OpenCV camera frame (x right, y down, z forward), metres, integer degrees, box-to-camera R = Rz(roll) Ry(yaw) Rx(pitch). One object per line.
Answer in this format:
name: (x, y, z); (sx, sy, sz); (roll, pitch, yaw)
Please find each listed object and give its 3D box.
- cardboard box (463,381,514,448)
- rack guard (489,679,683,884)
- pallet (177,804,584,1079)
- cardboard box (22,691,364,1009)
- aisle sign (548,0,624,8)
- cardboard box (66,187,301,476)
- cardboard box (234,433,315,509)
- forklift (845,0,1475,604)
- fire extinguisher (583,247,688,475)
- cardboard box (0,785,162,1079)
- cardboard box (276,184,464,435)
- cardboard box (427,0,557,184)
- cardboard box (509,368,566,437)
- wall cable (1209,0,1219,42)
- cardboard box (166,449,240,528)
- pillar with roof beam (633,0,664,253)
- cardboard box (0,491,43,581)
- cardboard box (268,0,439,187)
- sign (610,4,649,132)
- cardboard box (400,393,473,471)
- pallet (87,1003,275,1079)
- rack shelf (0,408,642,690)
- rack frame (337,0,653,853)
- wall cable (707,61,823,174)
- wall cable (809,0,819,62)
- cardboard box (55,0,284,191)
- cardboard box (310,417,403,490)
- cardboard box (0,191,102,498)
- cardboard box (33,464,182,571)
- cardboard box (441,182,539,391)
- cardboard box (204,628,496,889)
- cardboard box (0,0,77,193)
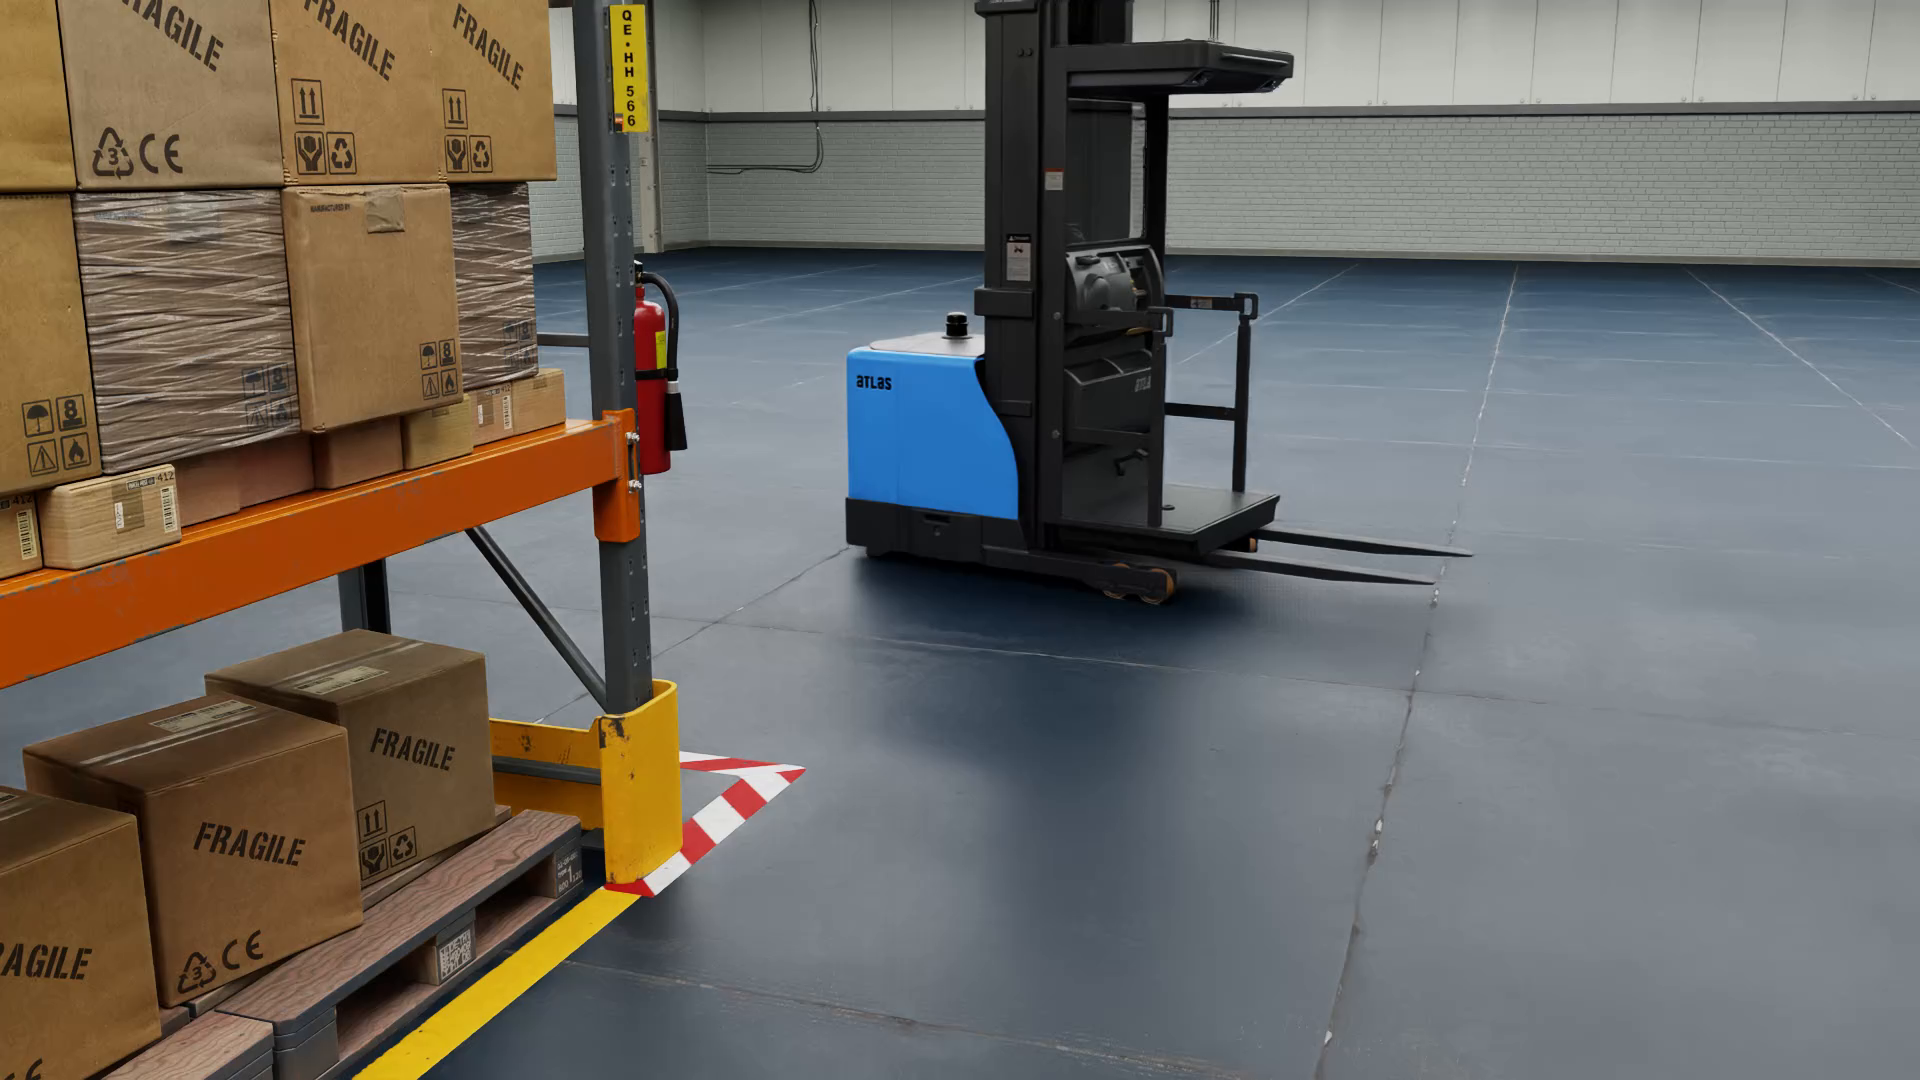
cardboard box: (-1.374, -0.327, 4.244); (0.380, 0.149, 0.250); (4, 14, 18)
rack guard: (-1.420, 0.658, 4.983); (1.175, 0.500, 0.348); (4, 14, 18)
pallet: (-1.717, 0.967, 4.277); (1.003, 0.211, 1.213); (4, 14, 18)
cardboard box: (-1.775, 0.696, 3.873); (0.500, 0.500, 0.500); (9, 15, 33)
aisle sign: (-1.092, -1.836, 4.448); (0.394, 0.787, 0.004); (4, 14, 18)
cardboard box: (-1.851, -0.441, 3.285); (0.875, 0.500, 0.500); (4, 14, 18)
cardboard box: (-1.622, -0.169, 3.554); (0.380, 0.149, 0.250); (4, 14, 18)
forklift: (0.931, -1.266, 7.947); (3.031, 2.935, 1.130); (8, 15, 31)
fire extinguisher: (-0.923, -0.530, 4.743); (0.296, 0.674, 0.183); (4, 14, 18)
cardboard box: (-1.995, 0.826, 3.302); (0.500, 0.500, 0.500); (6, 14, 24)
cardboard box: (-1.648, -0.543, 3.733); (0.875, 0.500, 0.500); (4, 14, 18)
cardboard box: (-1.340, -1.125, 4.034); (0.500, 0.500, 0.500); (4, 14, 18)
cardboard box: (-1.293, -0.380, 4.475); (0.380, 0.149, 0.250); (4, 14, 18)
wall cable: (4.340, -12.303, 35.025); (2.305, 6.003, 0.169); (4, 14, 18)
cardboard box: (-1.682, -0.115, 3.316); (0.380, 0.149, 0.250); (4, 14, 18)
pillar with roof beam: (-2.769, -10.497, 34.754); (9.100, 9.000, 0.400); (4, 14, 18)
cardboard box: (-1.825, -0.009, 2.849); (0.380, 0.149, 0.250); (4, 14, 18)
cardboard box: (-1.496, -1.019, 3.571); (0.500, 0.500, 0.500); (4, 14, 18)
sign: (-0.877, -1.251, 4.417); (0.100, 0.325, 0.005); (4, 14, 18)
cardboard box: (-1.406, -0.271, 3.997); (0.380, 0.149, 0.250); (4, 14, 18)
pallet: (-2.113, 1.223, 3.155); (1.003, 0.211, 1.213); (4, 14, 18)
rack shelf: (-2.043, 0.195, 3.010); (1.077, 0.370, 4.000); (4, 14, 18)
rack frame: (-1.396, -0.577, 4.775); (1.000, 3.000, 0.127); (4, 14, 18)
wall cable: (-4.638, -9.818, 38.758); (3.097, 2.526, 0.112); (4, 14, 18)
wall cable: (-2.078, -12.085, 37.343); (3.097, 2.526, 0.112); (4, 14, 18)
cardboard box: (-1.660, -0.914, 3.110); (0.500, 0.500, 0.500); (4, 14, 18)
cardboard box: (-1.502, -0.219, 3.772); (0.380, 0.149, 0.250); (4, 14, 18)
cardboard box: (-2.023, -0.336, 2.827); (0.875, 0.500, 0.500); (4, 14, 18)
cardboard box: (-1.679, -0.056, 3.058); (0.380, 0.149, 0.250); (4, 14, 18)
cardboard box: (-1.600, -0.657, 4.232); (0.875, 0.500, 0.500); (4, 14, 18)
cardboard box: (-1.614, 0.567, 4.435); (0.500, 0.500, 0.500); (7, 15, 29)
cardboard box: (-1.830, -0.809, 2.652); (0.500, 0.500, 0.500); (4, 14, 18)
